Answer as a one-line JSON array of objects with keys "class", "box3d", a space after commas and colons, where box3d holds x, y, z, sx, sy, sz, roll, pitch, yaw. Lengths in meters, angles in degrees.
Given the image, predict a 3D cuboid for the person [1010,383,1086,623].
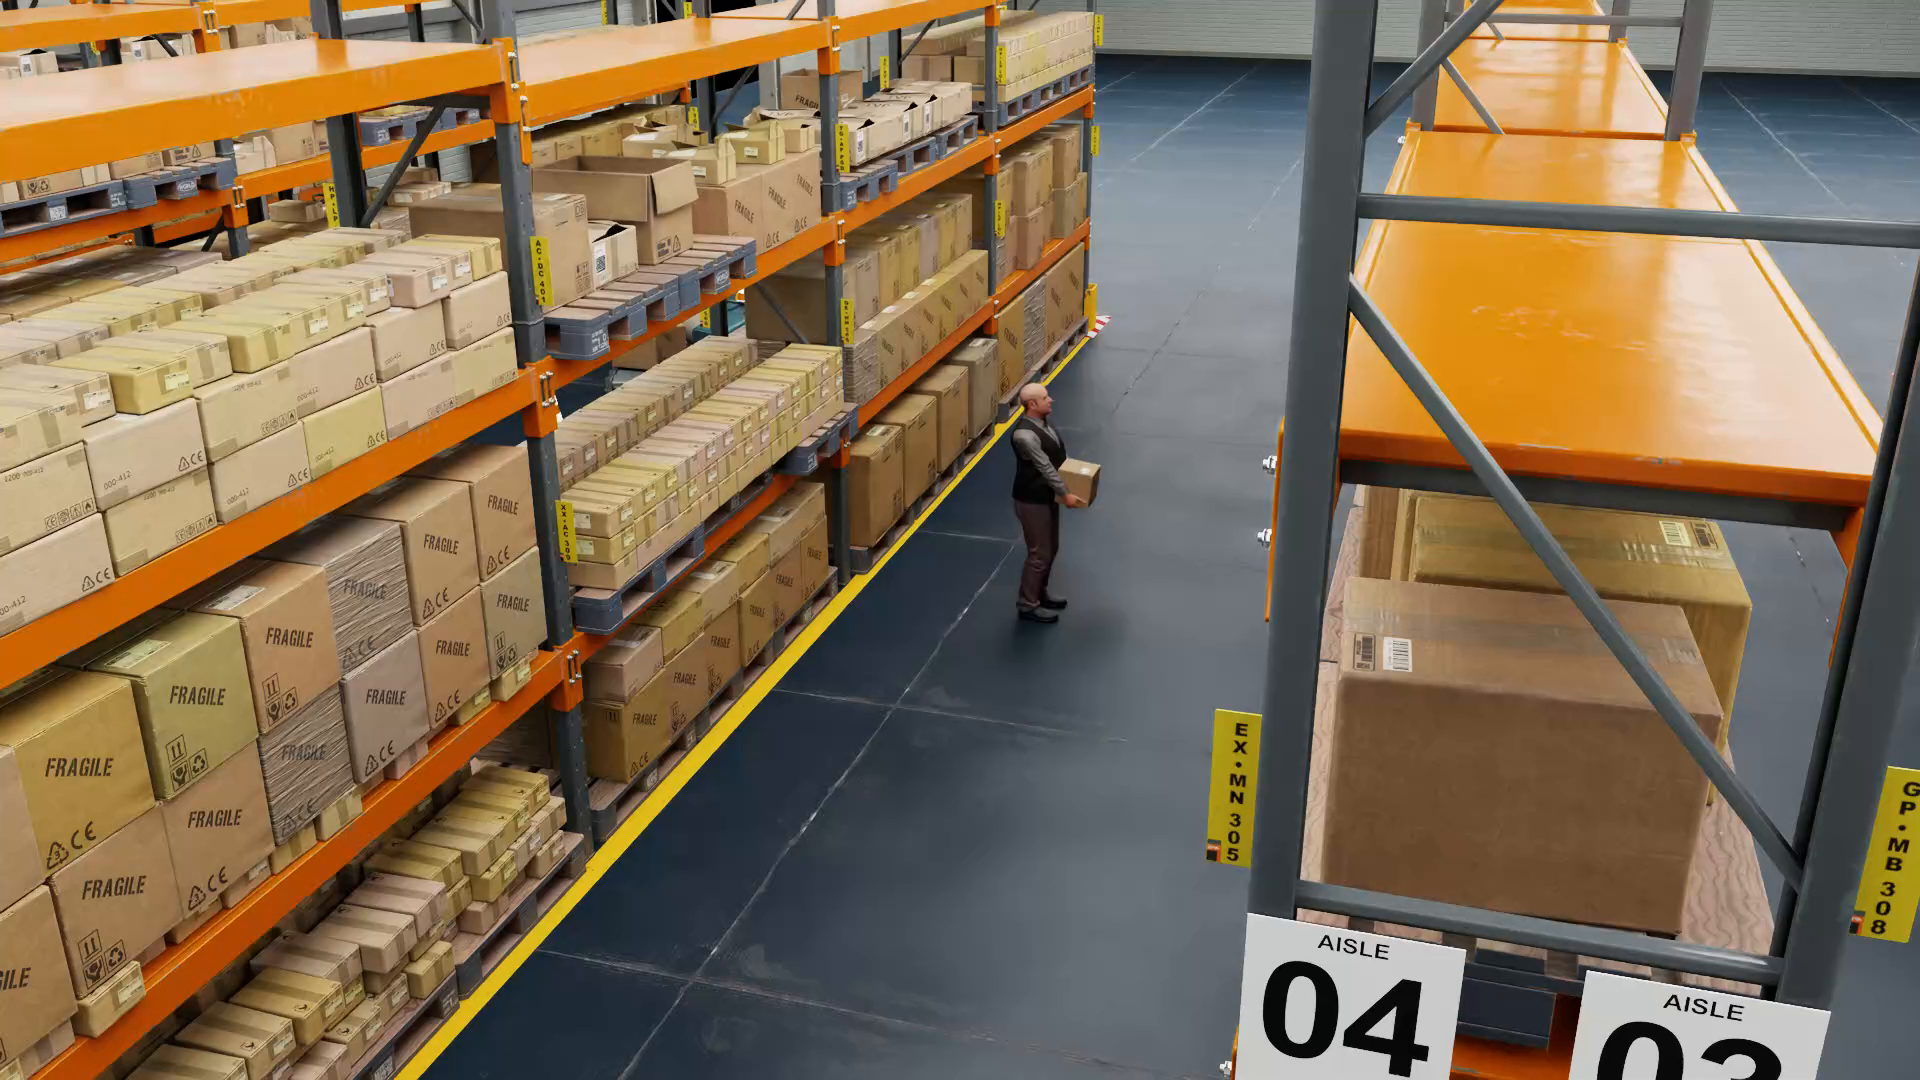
[{"class": "person", "box3d": [0.659, -0.274, 11.849, 0.559, 1.711, 0.494, 7, 23, 17]}]
